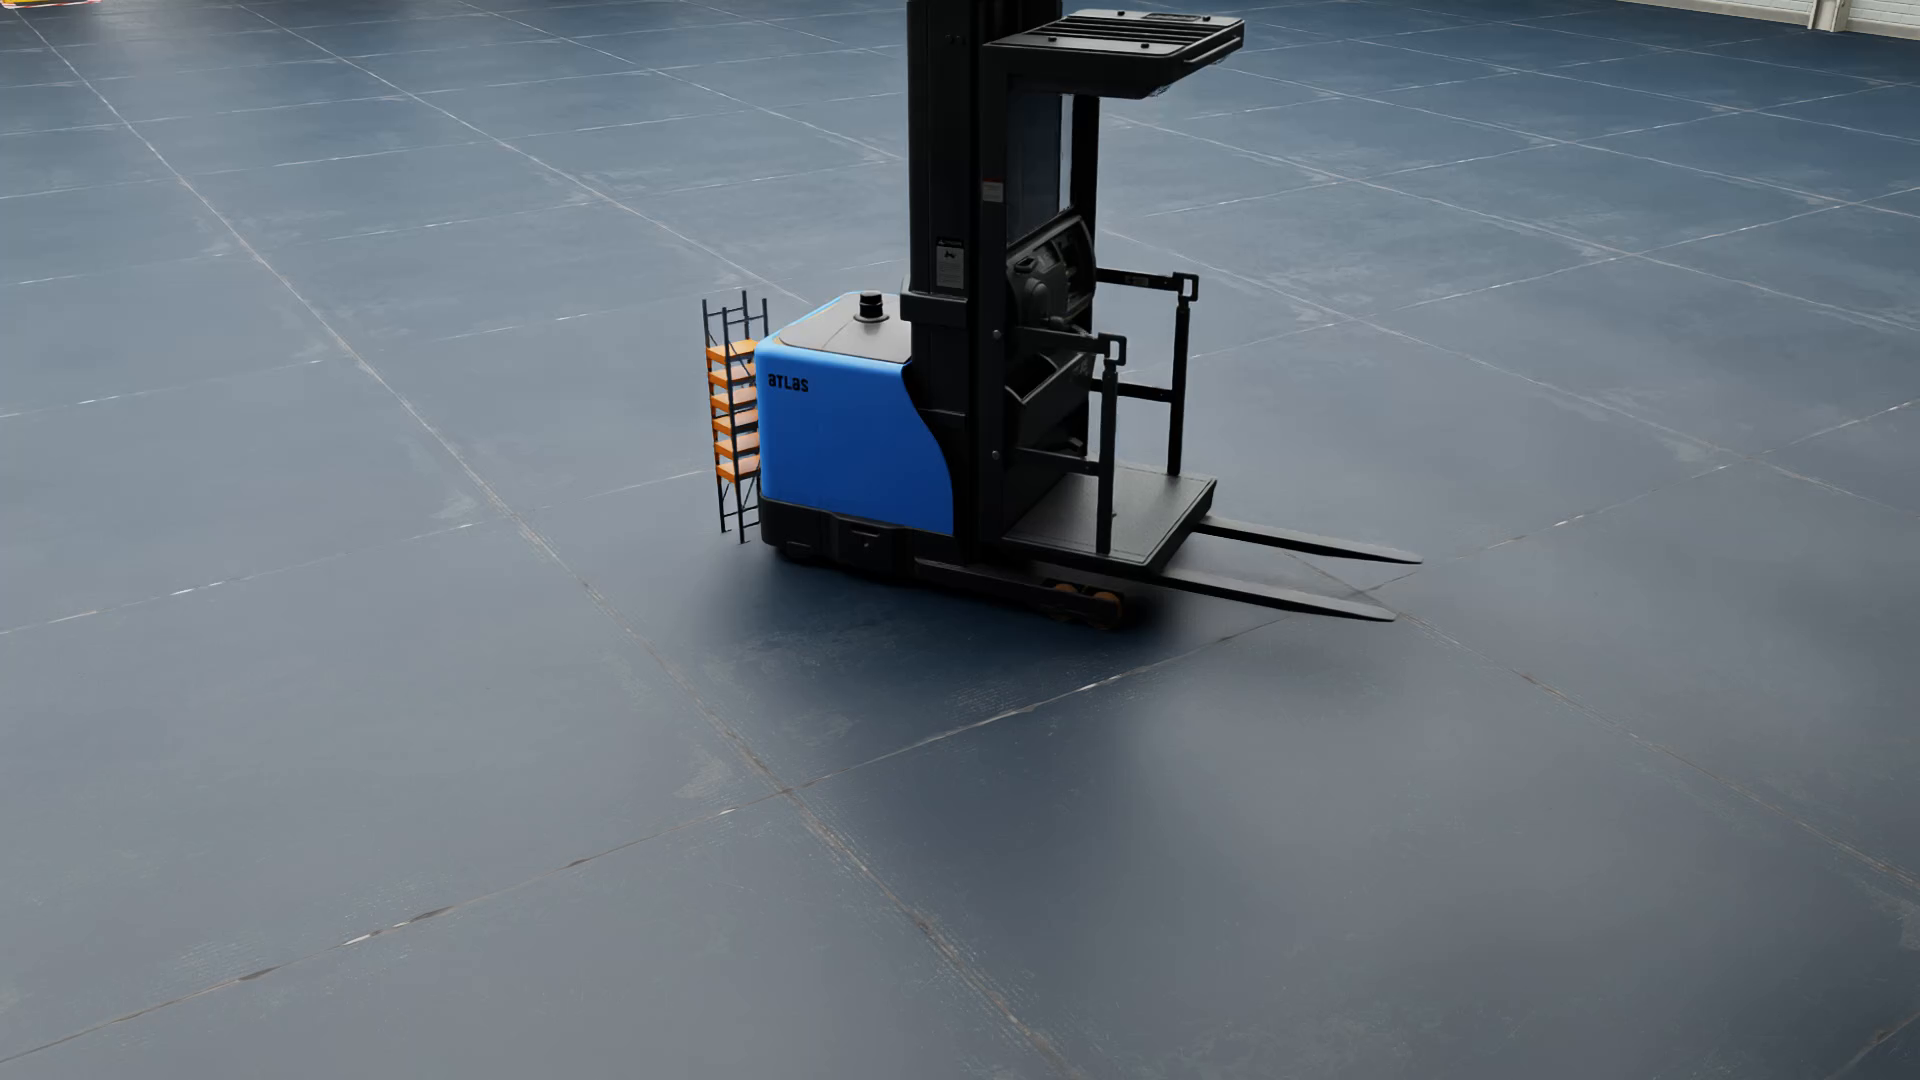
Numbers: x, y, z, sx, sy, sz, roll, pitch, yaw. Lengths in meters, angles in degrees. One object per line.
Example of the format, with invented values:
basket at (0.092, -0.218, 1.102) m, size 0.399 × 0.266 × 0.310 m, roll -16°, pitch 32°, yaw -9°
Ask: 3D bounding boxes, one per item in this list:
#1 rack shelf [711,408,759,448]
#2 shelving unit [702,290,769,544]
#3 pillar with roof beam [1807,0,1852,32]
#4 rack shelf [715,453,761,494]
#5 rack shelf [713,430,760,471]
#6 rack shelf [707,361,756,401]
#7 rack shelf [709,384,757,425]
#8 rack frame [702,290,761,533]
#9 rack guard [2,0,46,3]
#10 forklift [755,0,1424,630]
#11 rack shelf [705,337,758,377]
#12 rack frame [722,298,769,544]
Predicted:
rack shelf at (-1.054, -0.548, 8.103) m, size 0.258 × 0.103 × 0.180 m, roll -19°, pitch 29°, yaw -34°
shelving unit at (-1.054, -0.589, 8.085) m, size 0.258 × 1.200 × 0.189 m, roll -19°, pitch 29°, yaw -34°
pillar with roof beam at (8.689, -10.310, 19.549) m, size 9.100 × 9.000 × 0.400 m, roll -16°, pitch 29°, yaw -30°
rack shelf at (-1.049, -0.329, 8.200) m, size 0.258 × 0.103 × 0.180 m, roll -19°, pitch 29°, yaw -34°
rack shelf at (-1.051, -0.438, 8.152) m, size 0.258 × 0.103 × 0.180 m, roll -19°, pitch 29°, yaw -34°
rack shelf at (-1.058, -0.768, 8.006) m, size 0.258 × 0.103 × 0.180 m, roll -19°, pitch 29°, yaw -34°
rack shelf at (-1.056, -0.658, 8.055) m, size 0.258 × 0.103 × 0.180 m, roll -19°, pitch 29°, yaw -34°
rack frame at (-1.111, -0.617, 8.151) m, size 0.240 × 1.200 × 0.006 m, roll -19°, pitch 29°, yaw -34°
rack guard at (-14.596, -8.844, 26.398) m, size 1.175 × 0.500 × 0.348 m, roll -16°, pitch 29°, yaw -30°
forklift at (0.594, -1.183, 7.323) m, size 3.031 × 2.935 × 1.130 m, roll 11°, pitch 27°, yaw 22°
rack shelf at (-1.060, -0.877, 7.957) m, size 0.258 × 0.103 × 0.180 m, roll -19°, pitch 29°, yaw -34°
rack frame at (-0.998, -0.561, 8.019) m, size 0.240 × 1.200 × 0.006 m, roll -19°, pitch 29°, yaw -34°
